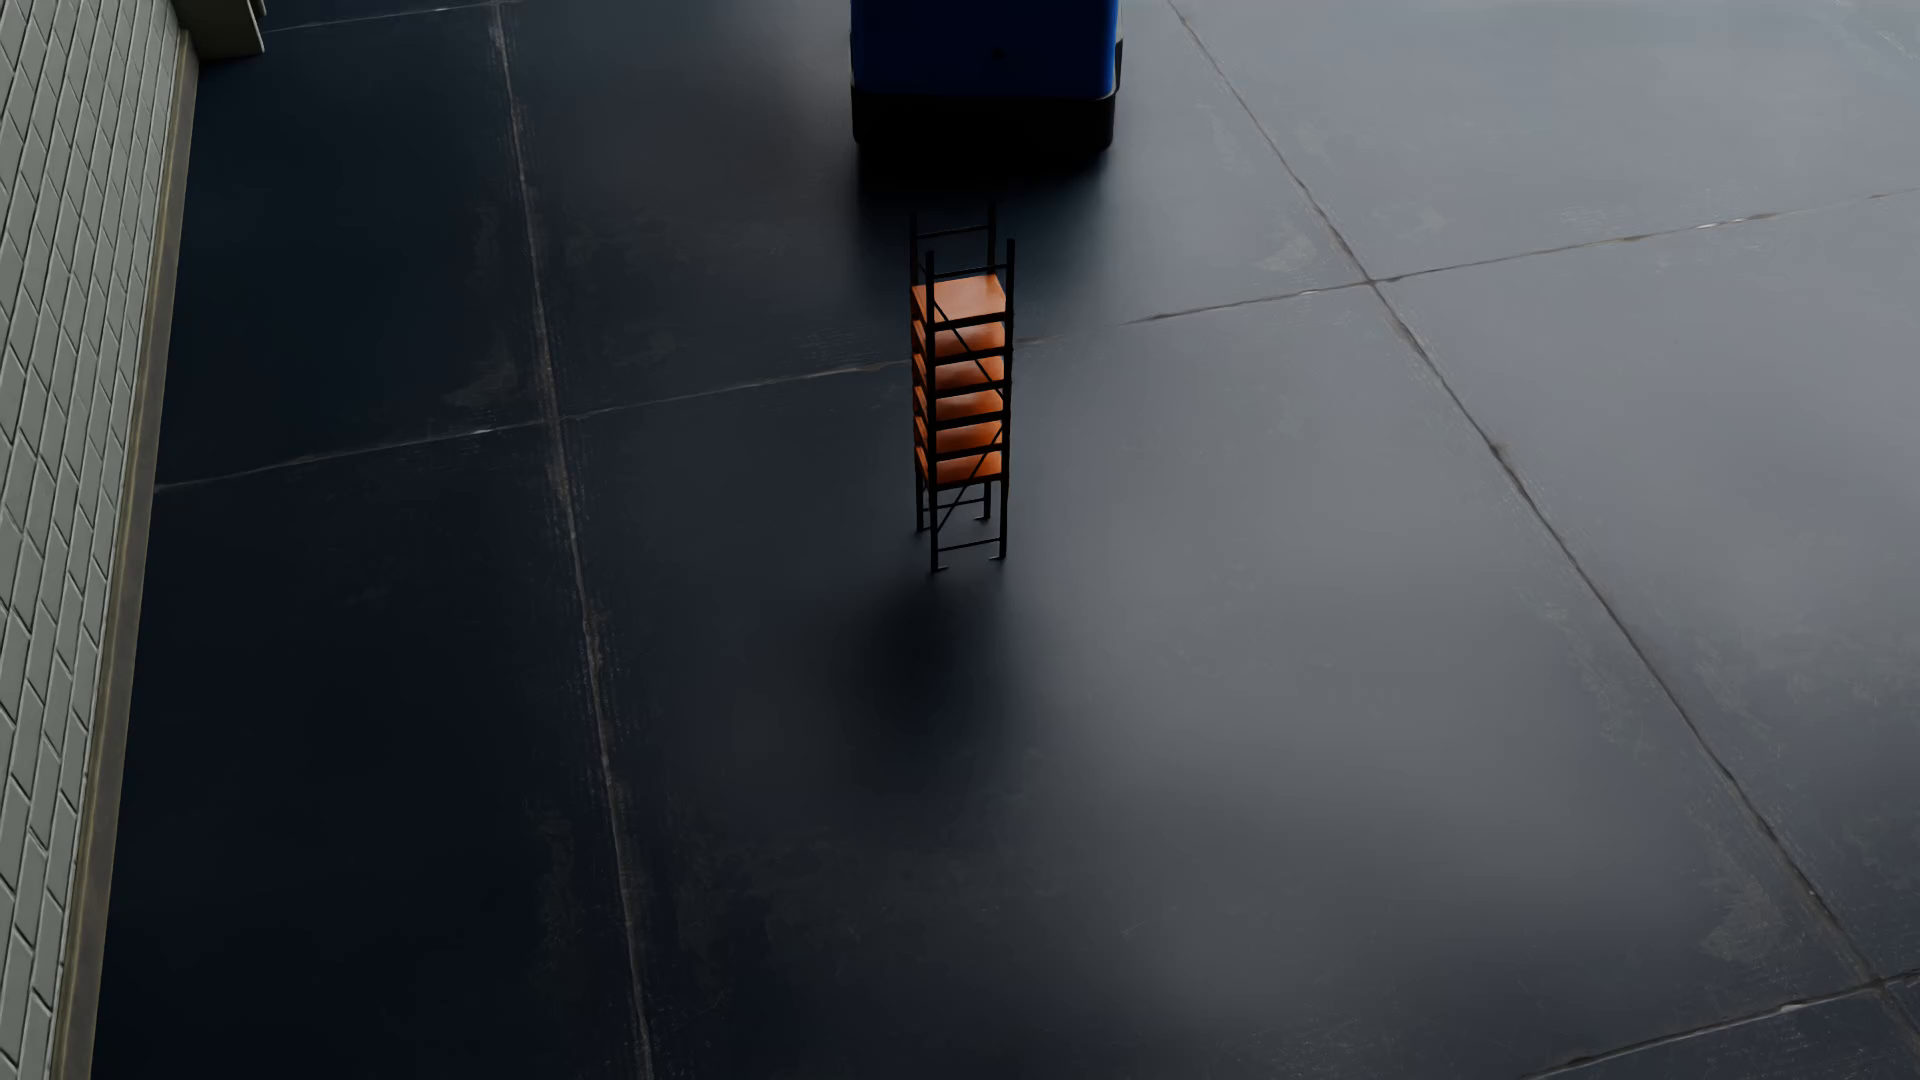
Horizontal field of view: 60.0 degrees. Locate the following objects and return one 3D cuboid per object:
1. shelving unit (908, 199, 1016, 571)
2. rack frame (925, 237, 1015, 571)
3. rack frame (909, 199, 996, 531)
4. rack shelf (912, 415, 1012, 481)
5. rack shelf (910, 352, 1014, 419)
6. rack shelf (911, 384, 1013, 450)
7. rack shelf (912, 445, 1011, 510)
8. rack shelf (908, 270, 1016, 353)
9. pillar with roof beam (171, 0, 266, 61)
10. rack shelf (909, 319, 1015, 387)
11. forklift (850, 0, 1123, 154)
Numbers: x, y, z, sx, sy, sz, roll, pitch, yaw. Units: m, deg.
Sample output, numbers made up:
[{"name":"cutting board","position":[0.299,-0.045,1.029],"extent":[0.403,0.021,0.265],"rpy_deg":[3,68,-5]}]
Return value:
[{"name":"shelving unit","position":[0.004,-0.410,4.812],"extent":[0.258,1.200,0.189],"rpy_deg":[-11,47,-10]},{"name":"rack frame","position":[0.027,-0.347,4.750],"extent":[0.240,1.200,0.006],"rpy_deg":[-11,47,-10]},{"name":"rack frame","position":[-0.020,-0.473,4.874],"extent":[0.240,1.200,0.006],"rpy_deg":[-11,47,-10]},{"name":"rack shelf","position":[0.004,-0.295,4.929],"extent":[0.258,0.103,0.180],"rpy_deg":[-11,47,-10]},{"name":"rack shelf","position":[0.004,-0.463,4.758],"extent":[0.258,0.103,0.180],"rpy_deg":[-11,47,-10]},{"name":"rack shelf","position":[0.004,-0.379,4.843],"extent":[0.258,0.103,0.180],"rpy_deg":[-11,47,-10]},{"name":"rack shelf","position":[0.004,-0.211,5.015],"extent":[0.258,0.103,0.180],"rpy_deg":[-11,47,-10]},{"name":"rack shelf","position":[0.004,-0.631,4.586],"extent":[0.258,0.103,0.180],"rpy_deg":[-11,47,-10]},{"name":"pillar with roof beam","position":[0.878,-6.204,5.029],"extent":[9.100,9.000,0.400],"rpy_deg":[-11,47,-10]},{"name":"rack shelf","position":[0.004,-0.547,4.672],"extent":[0.258,0.103,0.180],"rpy_deg":[-11,47,-10]},{"name":"forklift","position":[0.150,-3.617,6.742],"extent":[1.130,2.935,3.031],"rpy_deg":[2,46,2]}]
